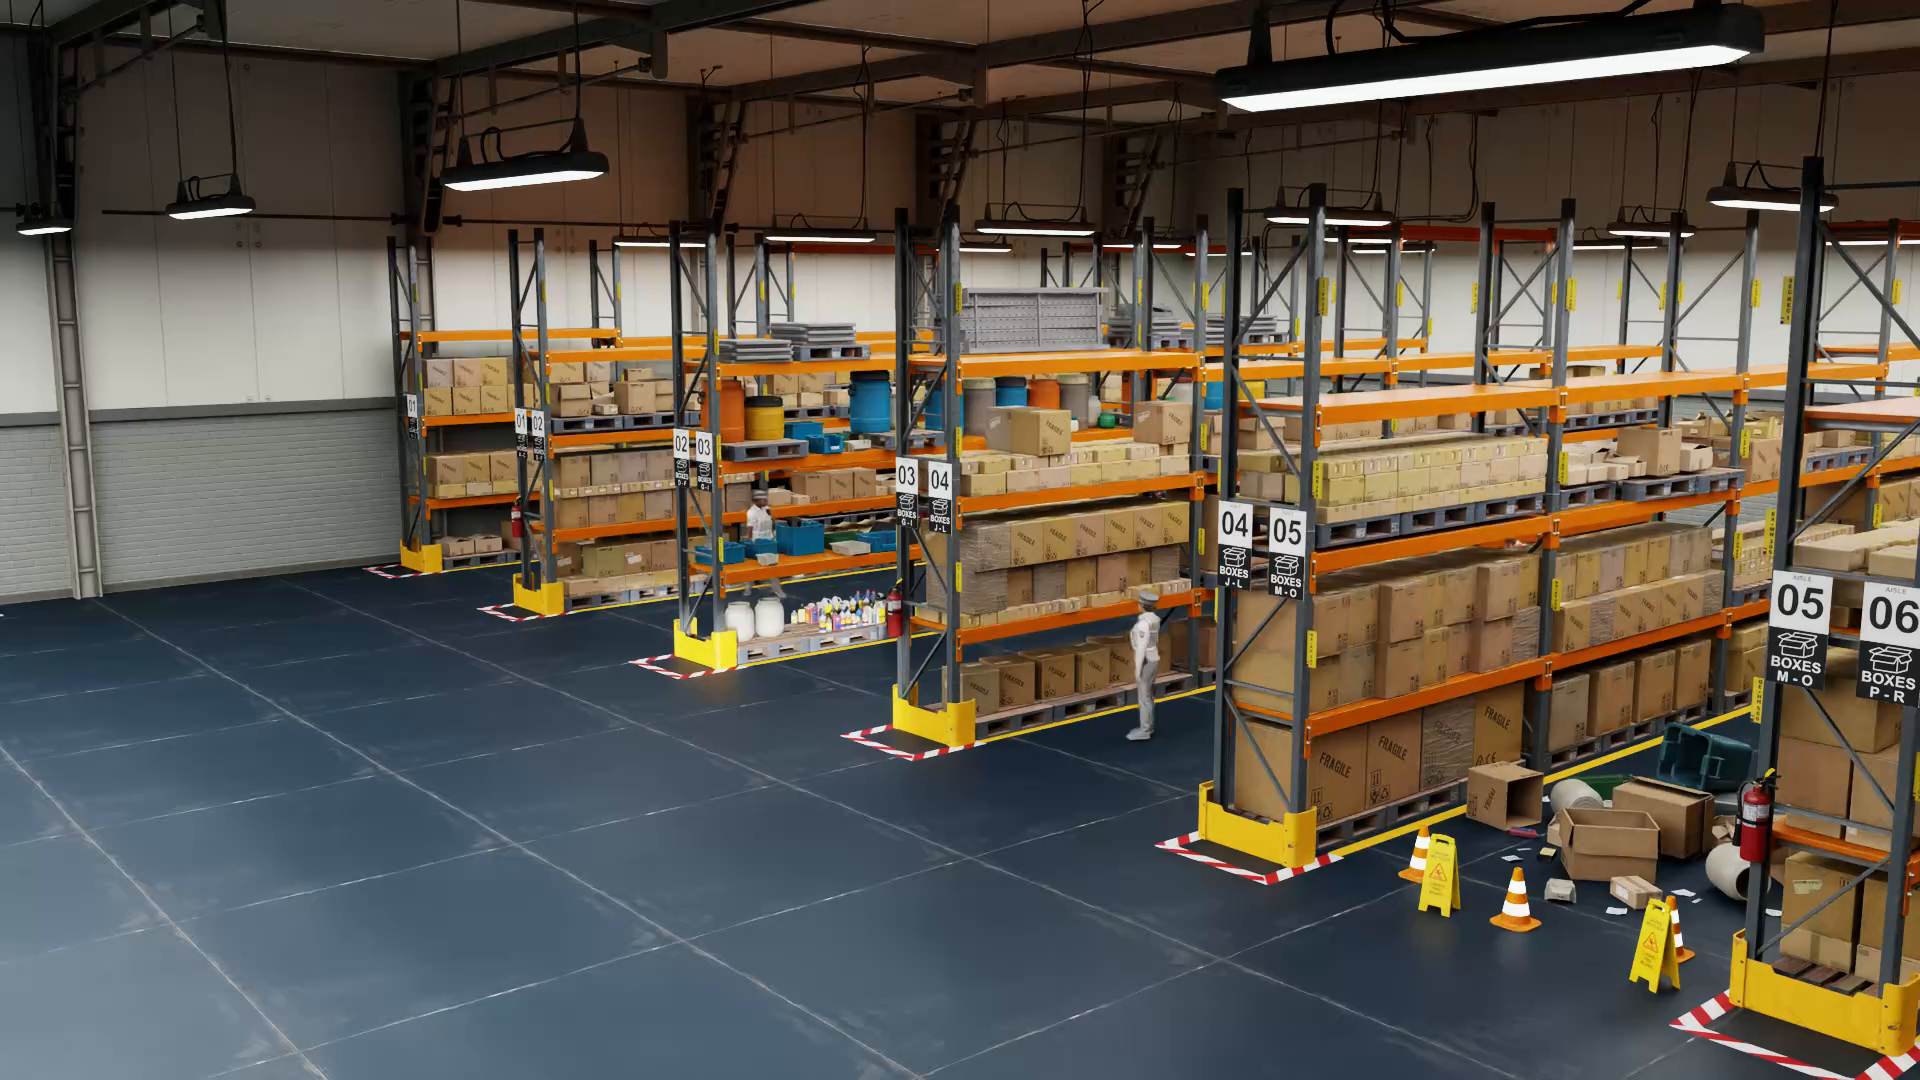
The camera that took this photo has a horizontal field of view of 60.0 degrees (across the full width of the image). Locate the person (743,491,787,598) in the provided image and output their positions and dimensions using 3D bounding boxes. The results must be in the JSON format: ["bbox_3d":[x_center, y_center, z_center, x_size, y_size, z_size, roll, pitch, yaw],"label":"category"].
[{"bbox_3d":[-3.107,0.066,26.092,0.622,1.702,0.526,-6,10,-33],"label":"person"}]

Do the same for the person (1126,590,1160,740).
[{"bbox_3d":[2.097,1.426,19.020,0.366,1.687,0.489,1,9,9],"label":"person"}]

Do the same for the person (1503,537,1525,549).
[{"bbox_3d":[8.018,0.656,24.050,0.877,1.807,0.534,-7,11,-40],"label":"person"}]
